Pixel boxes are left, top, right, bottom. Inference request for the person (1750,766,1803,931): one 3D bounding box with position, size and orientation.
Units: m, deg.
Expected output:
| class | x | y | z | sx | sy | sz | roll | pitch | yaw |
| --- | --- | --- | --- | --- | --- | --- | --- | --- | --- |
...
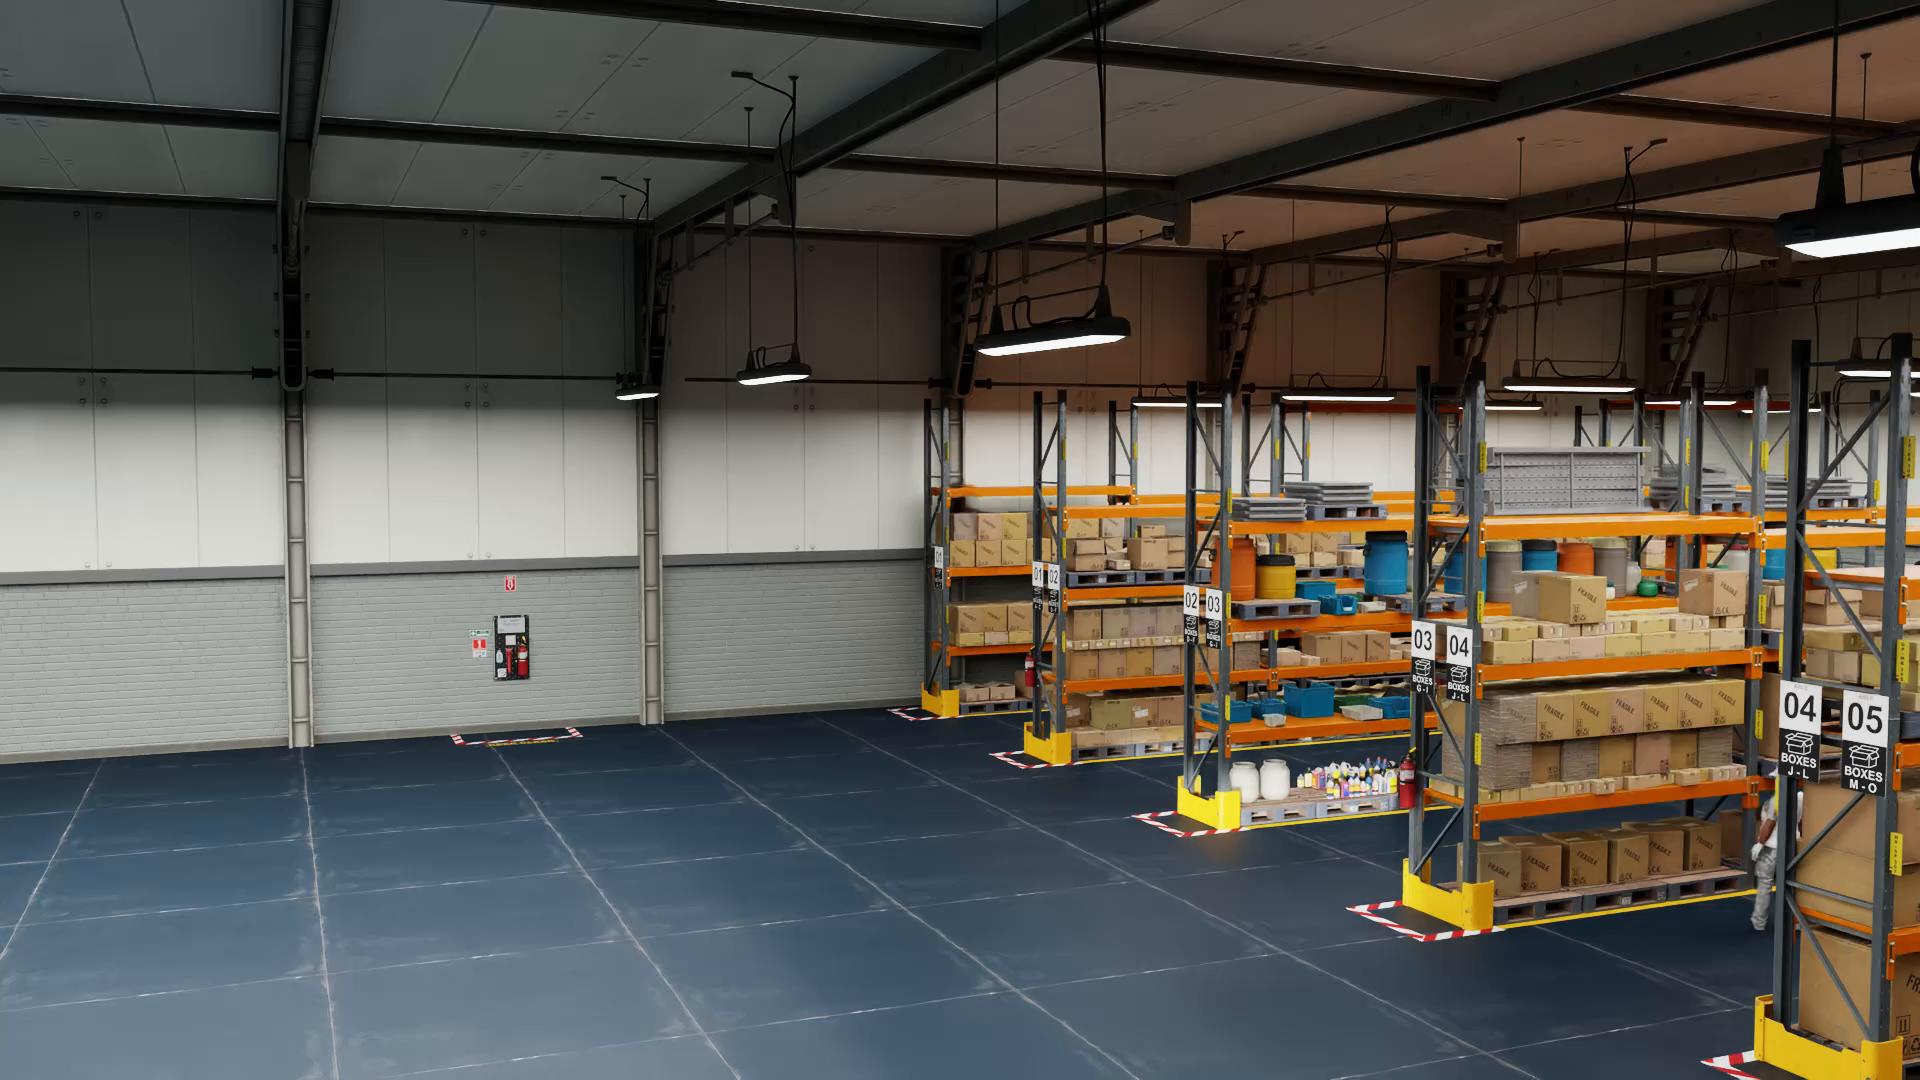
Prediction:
| class | x | y | z | sx | sy | sz | roll | pitch | yaw |
| --- | --- | --- | --- | --- | --- | --- | --- | --- | --- |
| person | 8.639 | 3.239 | 17.572 | 0.616 | 1.787 | 0.478 | -1 | 3 | -14 |
